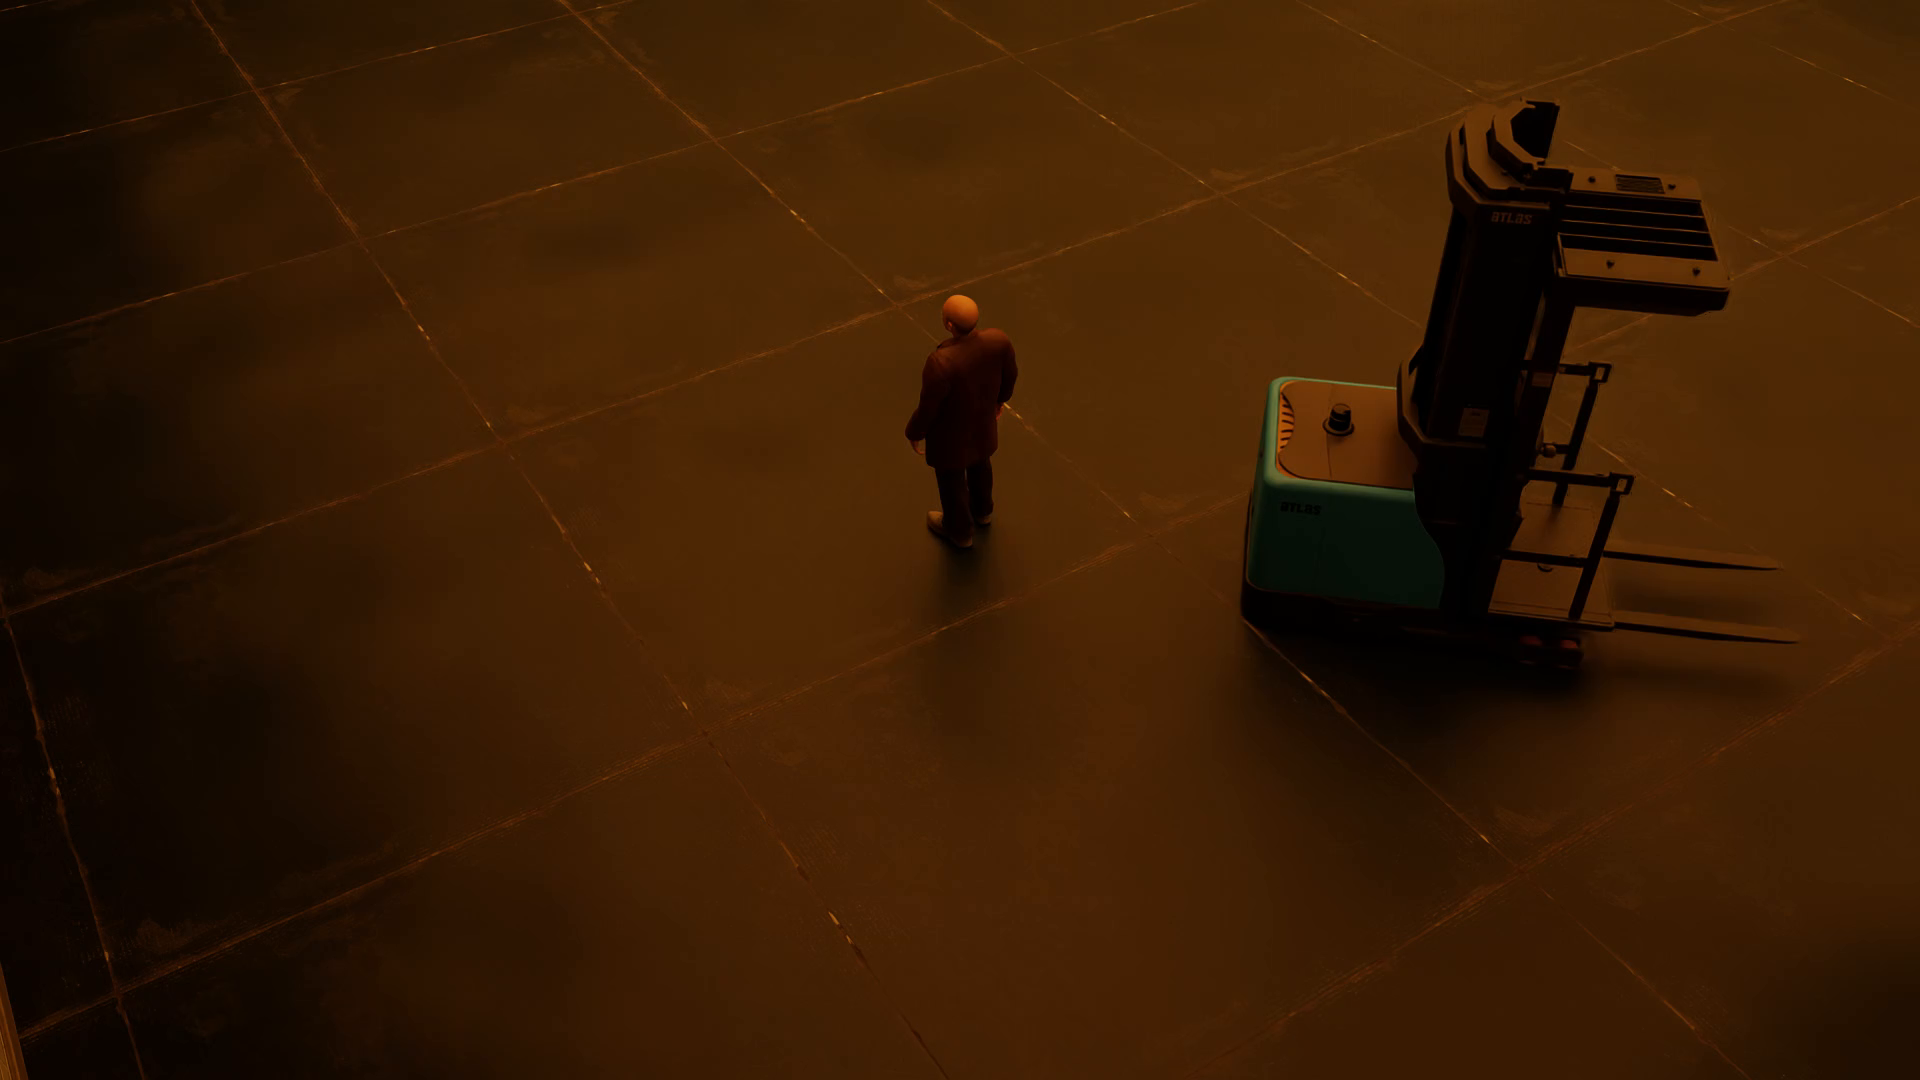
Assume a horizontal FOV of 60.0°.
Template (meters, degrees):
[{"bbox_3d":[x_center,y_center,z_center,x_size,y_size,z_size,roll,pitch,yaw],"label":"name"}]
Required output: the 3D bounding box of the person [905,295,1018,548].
[{"bbox_3d":[-0.044,-0.727,9.568,0.694,1.776,0.582,-23,46,-24],"label":"person"}]

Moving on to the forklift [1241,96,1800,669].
[{"bbox_3d":[3.178,-0.766,8.748,3.031,2.935,1.130,7,42,7],"label":"forklift"}]
